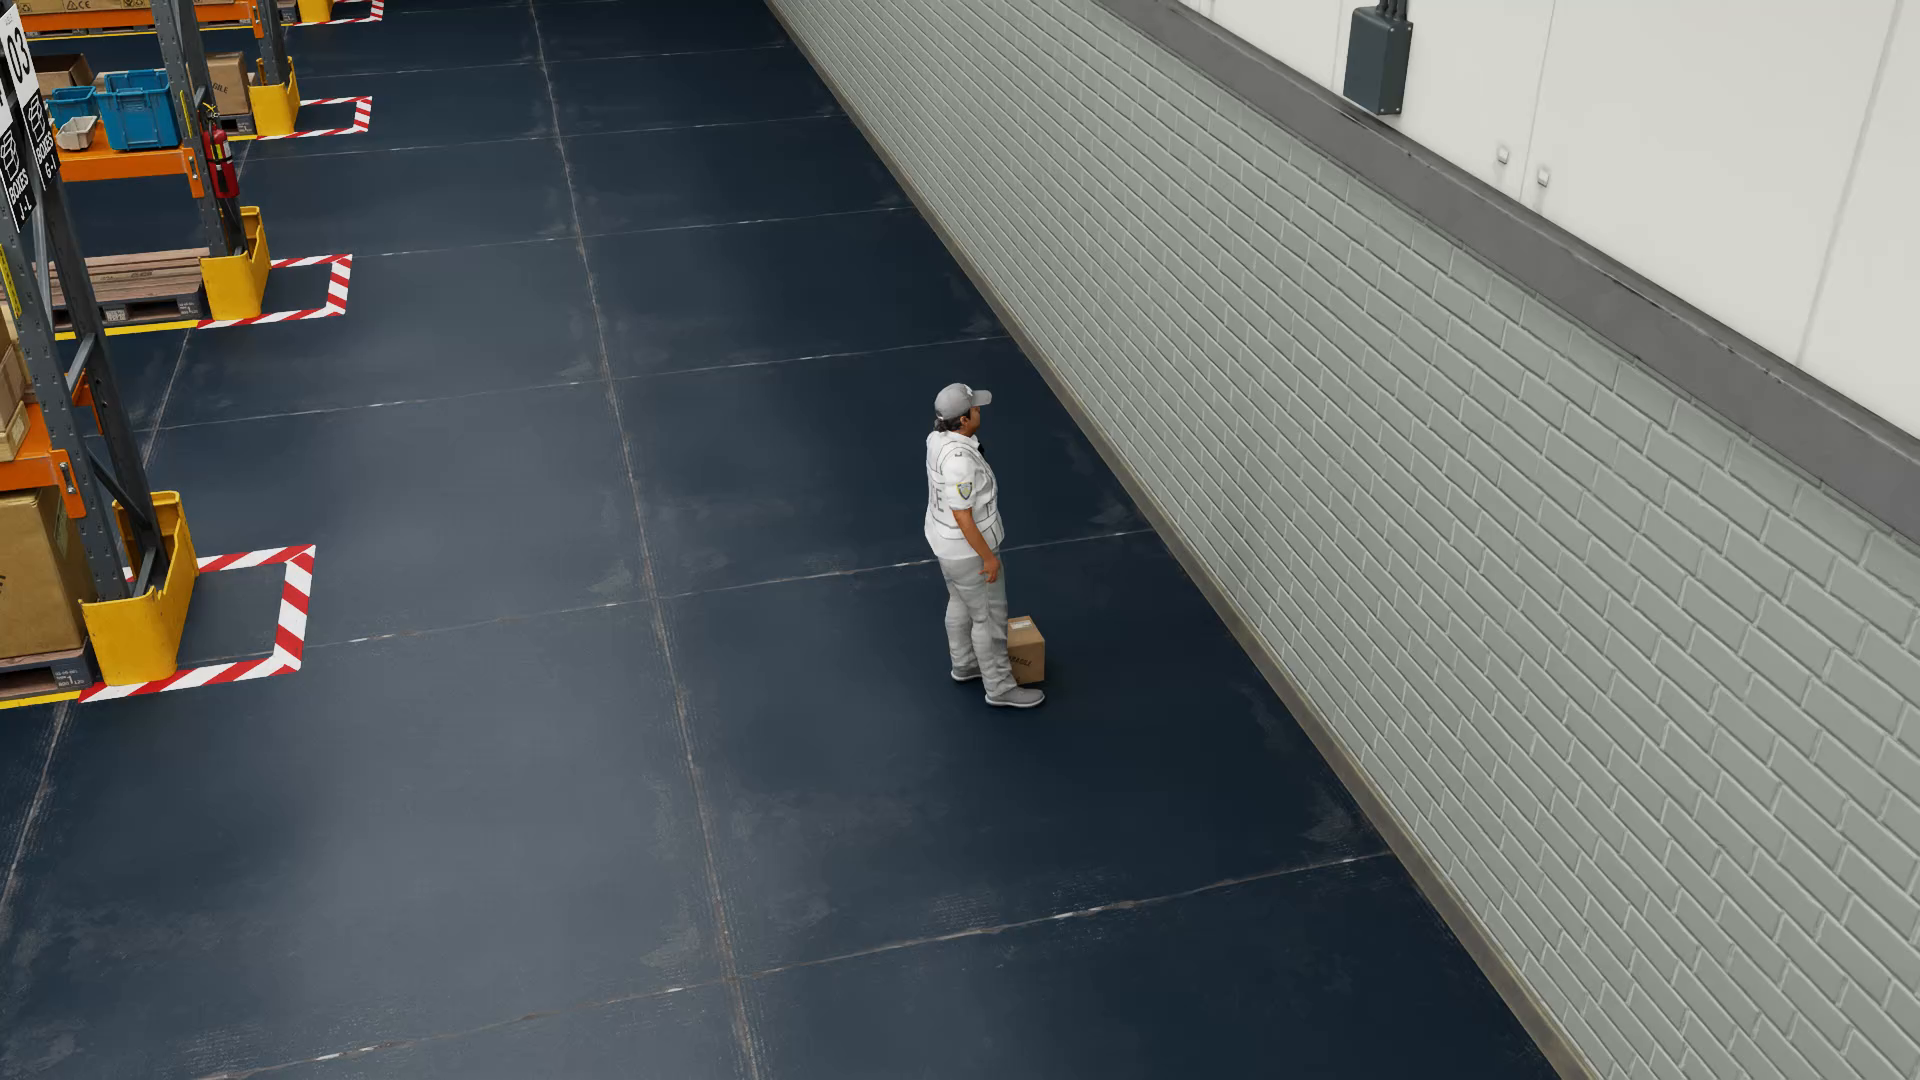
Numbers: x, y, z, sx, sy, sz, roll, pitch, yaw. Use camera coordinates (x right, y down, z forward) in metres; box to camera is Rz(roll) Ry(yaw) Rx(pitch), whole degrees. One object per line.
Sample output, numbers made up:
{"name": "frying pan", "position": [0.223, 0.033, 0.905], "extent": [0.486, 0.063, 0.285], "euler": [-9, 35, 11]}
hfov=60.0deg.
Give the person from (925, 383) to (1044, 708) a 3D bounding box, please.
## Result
{"name": "person", "position": [0.110, 0.009, 8.193], "extent": [0.529, 1.670, 0.598], "euler": [-8, 31, -13]}
